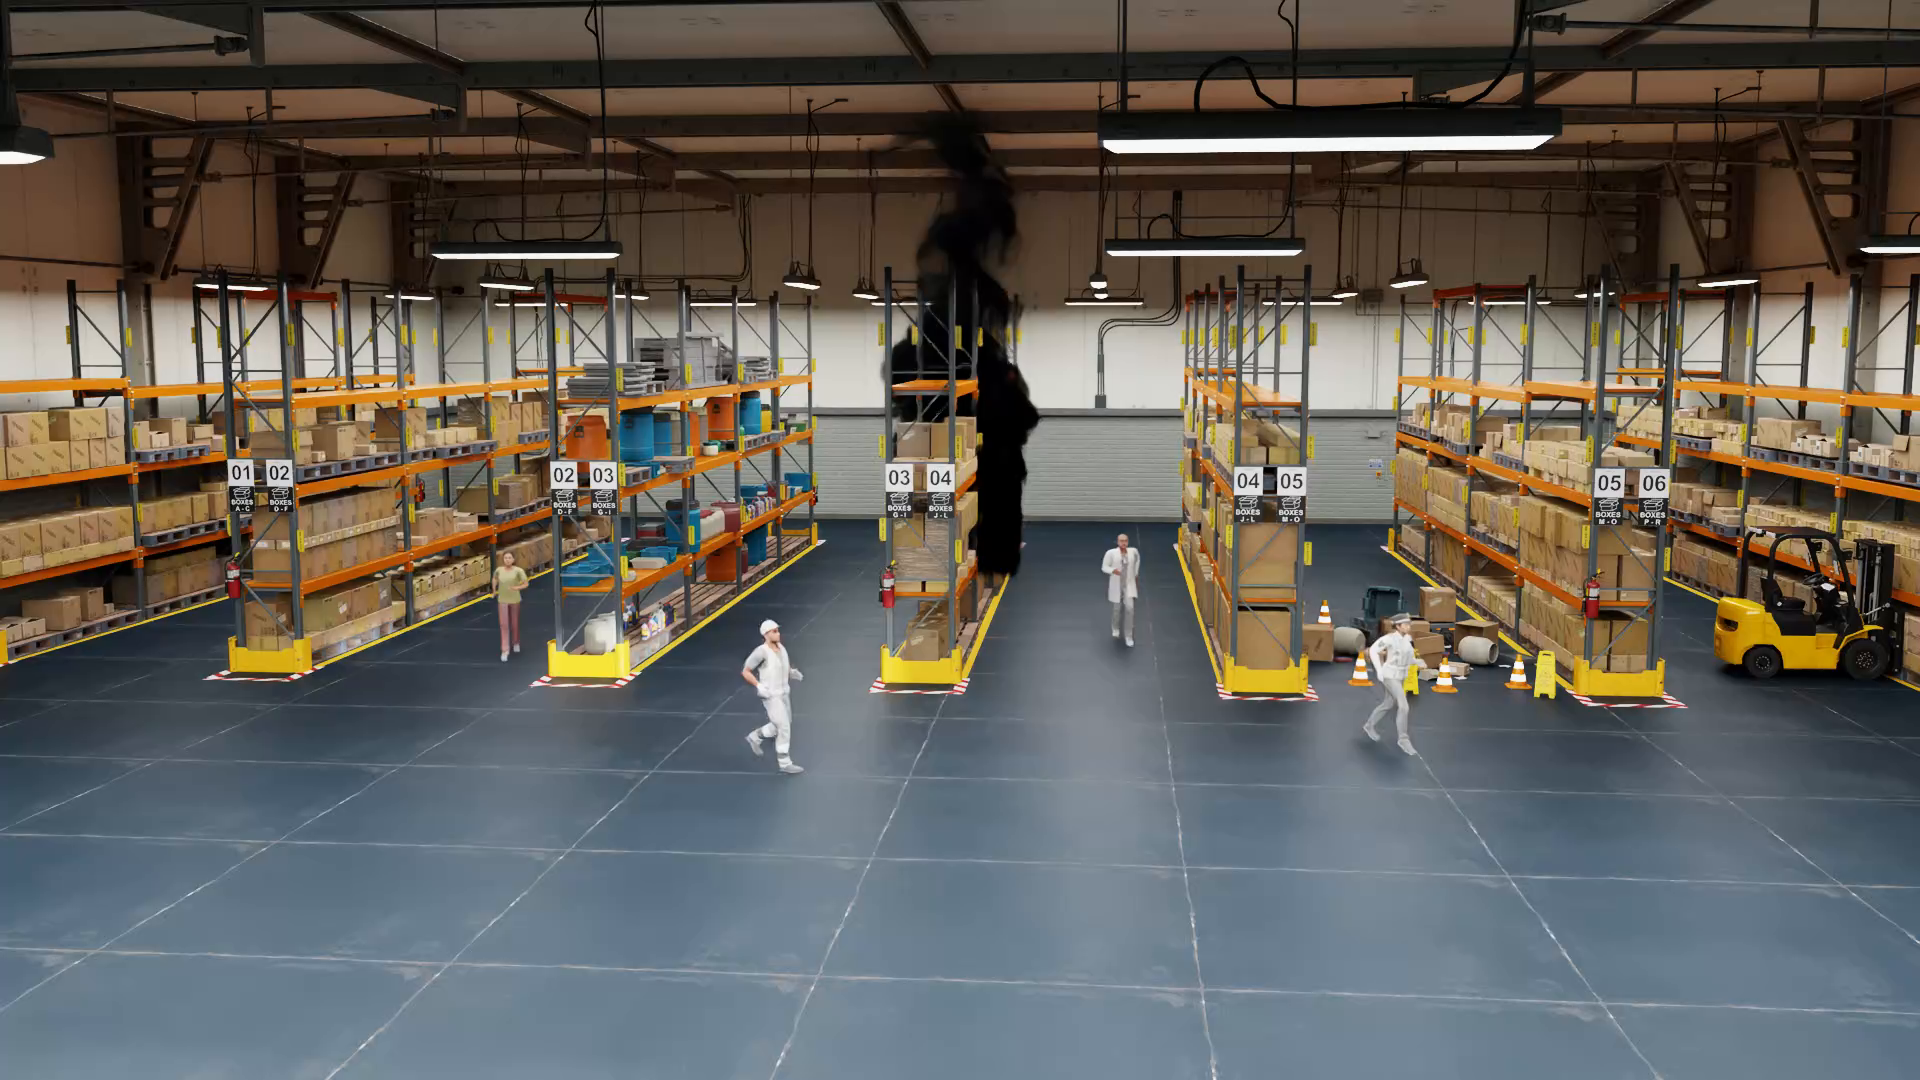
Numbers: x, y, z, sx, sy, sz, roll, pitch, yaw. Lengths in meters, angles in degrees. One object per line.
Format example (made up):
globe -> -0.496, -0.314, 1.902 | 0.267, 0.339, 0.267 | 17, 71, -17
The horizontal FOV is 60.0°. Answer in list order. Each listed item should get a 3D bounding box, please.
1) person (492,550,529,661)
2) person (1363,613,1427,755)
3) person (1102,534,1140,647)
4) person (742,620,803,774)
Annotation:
person -> -7.042, 0.992, 26.053 | 0.578, 1.680, 0.882 | -1, 7, -8
person -> 5.291, 1.722, 20.325 | 0.541, 1.728, 0.870 | -7, 10, -43
person -> 2.652, 0.801, 27.390 | 0.643, 1.835, 0.936 | 0, 7, 2
person -> -2.162, 1.801, 19.245 | 0.829, 1.760, 0.669 | 4, 8, 30
